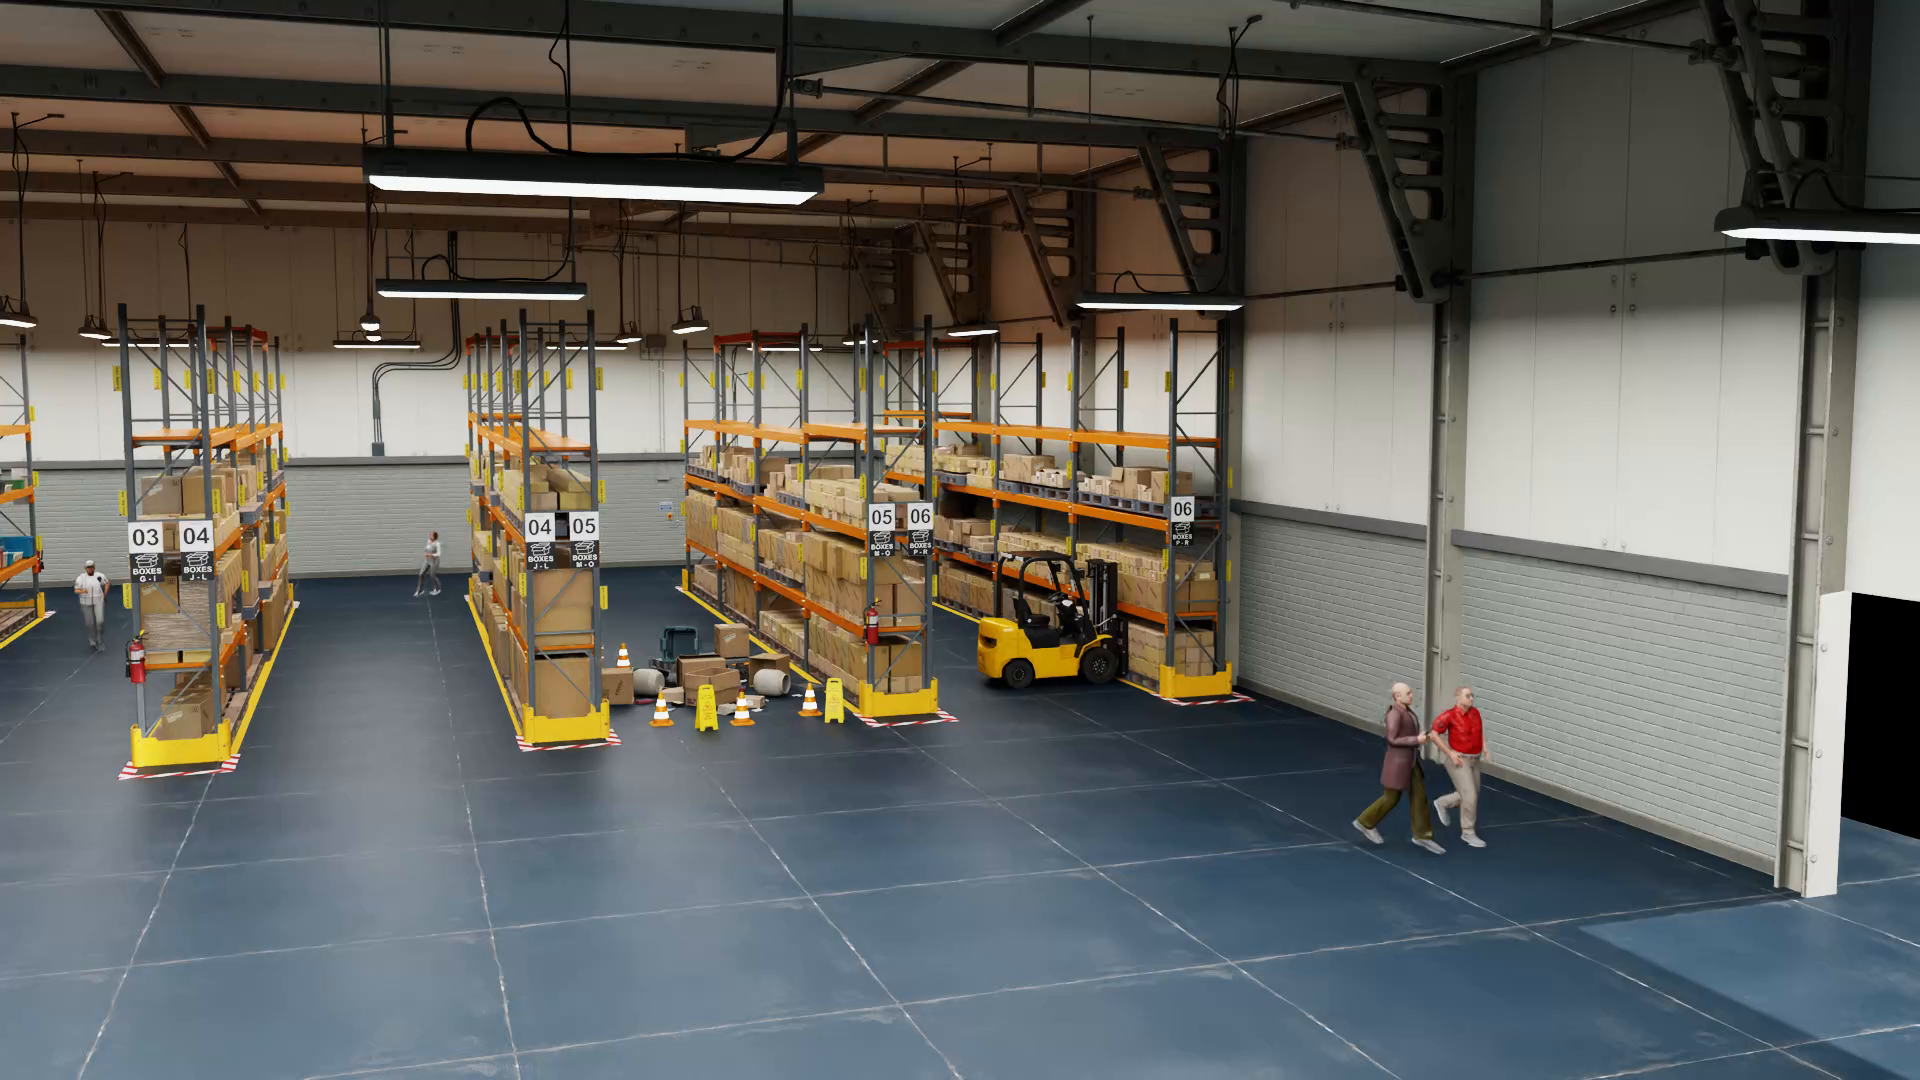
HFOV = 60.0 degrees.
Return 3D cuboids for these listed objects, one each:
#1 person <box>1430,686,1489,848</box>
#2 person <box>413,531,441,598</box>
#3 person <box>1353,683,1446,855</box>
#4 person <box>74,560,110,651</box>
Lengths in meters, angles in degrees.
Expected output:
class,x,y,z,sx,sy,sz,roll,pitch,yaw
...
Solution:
class,x,y,z,sx,sy,sz,roll,pitch,yaw
person,5.467,2.437,18.177,0.676,1.711,0.785,-3,6,-33
person,-12.309,0.554,38.755,0.683,1.570,0.693,3,6,26
person,4.692,2.415,17.731,0.985,1.808,0.701,4,7,36
person,-16.255,1.236,31.166,0.583,1.726,0.746,-3,6,-26
